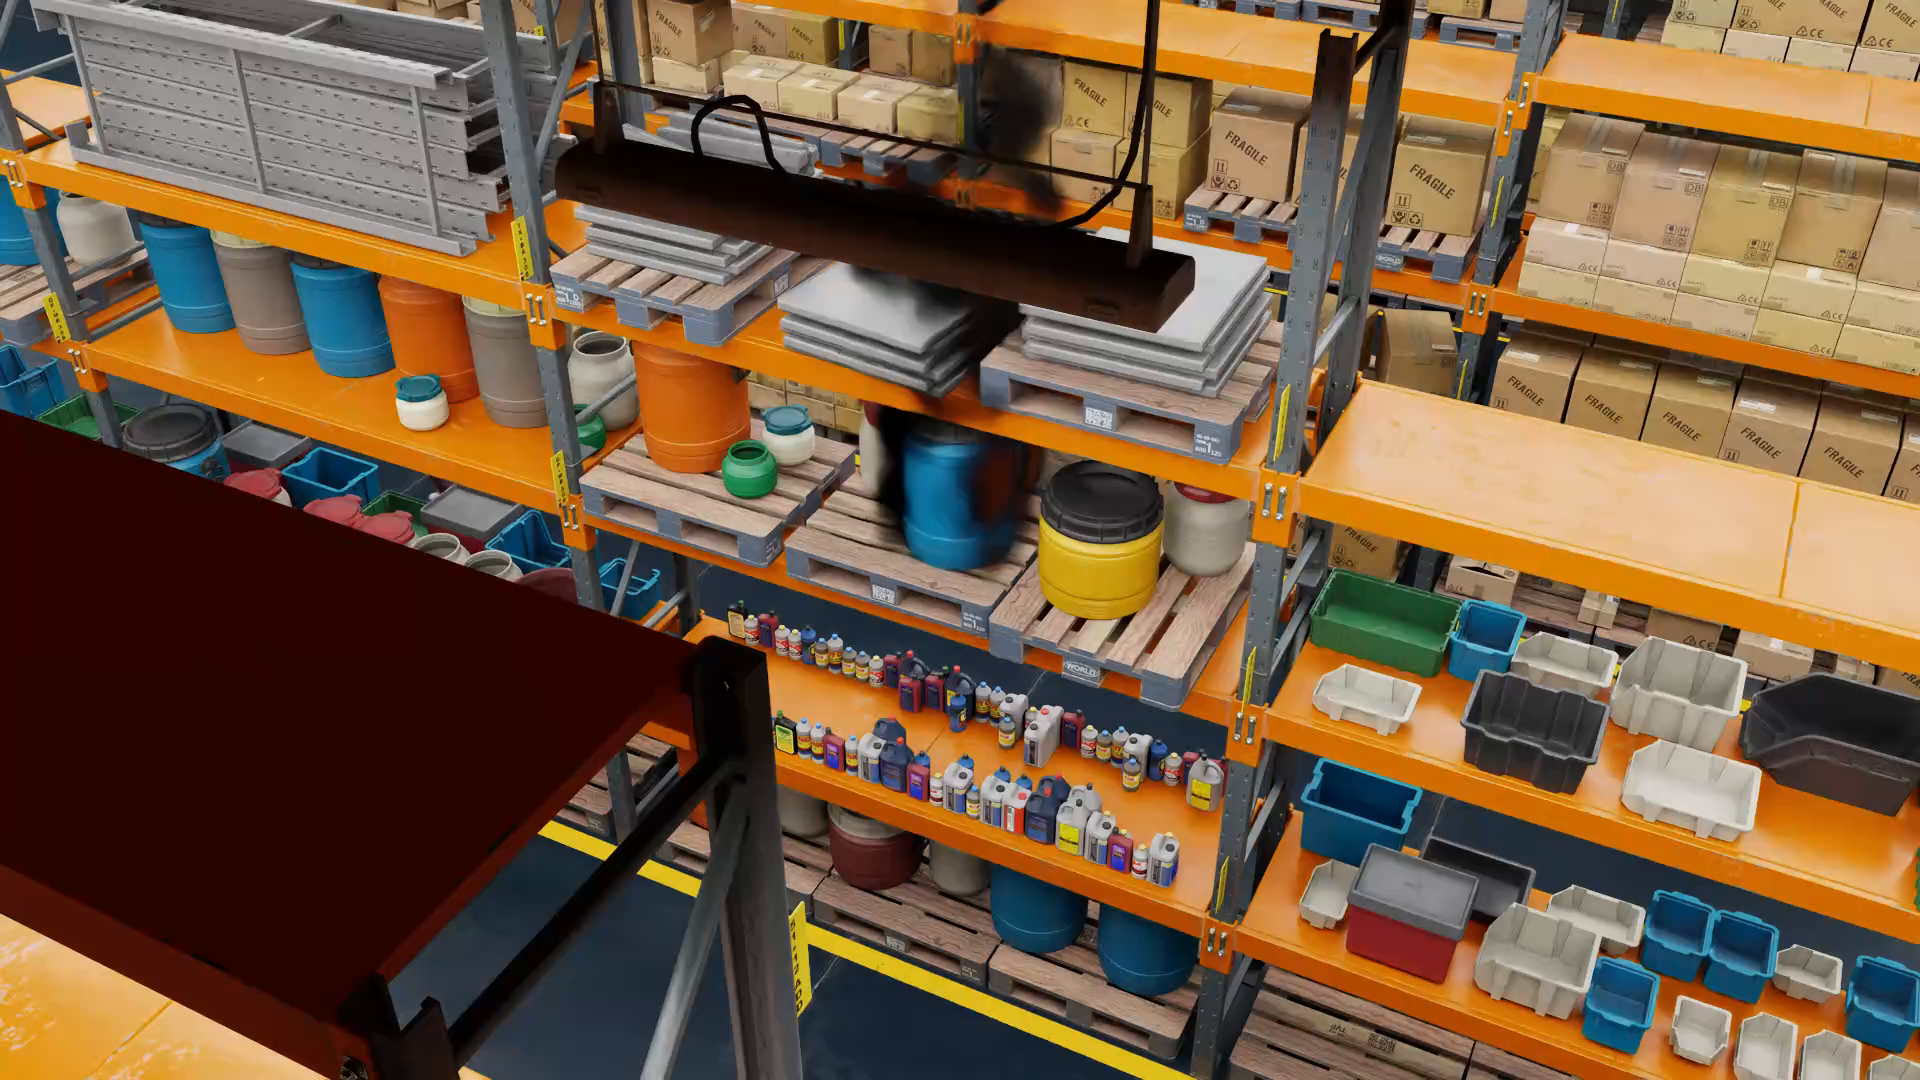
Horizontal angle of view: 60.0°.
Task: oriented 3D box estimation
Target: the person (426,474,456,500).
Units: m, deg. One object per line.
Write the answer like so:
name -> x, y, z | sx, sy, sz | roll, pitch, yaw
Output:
person -> -4.371, -0.974, 13.889 | 0.656, 1.624, 0.615 | 10, 36, 14
